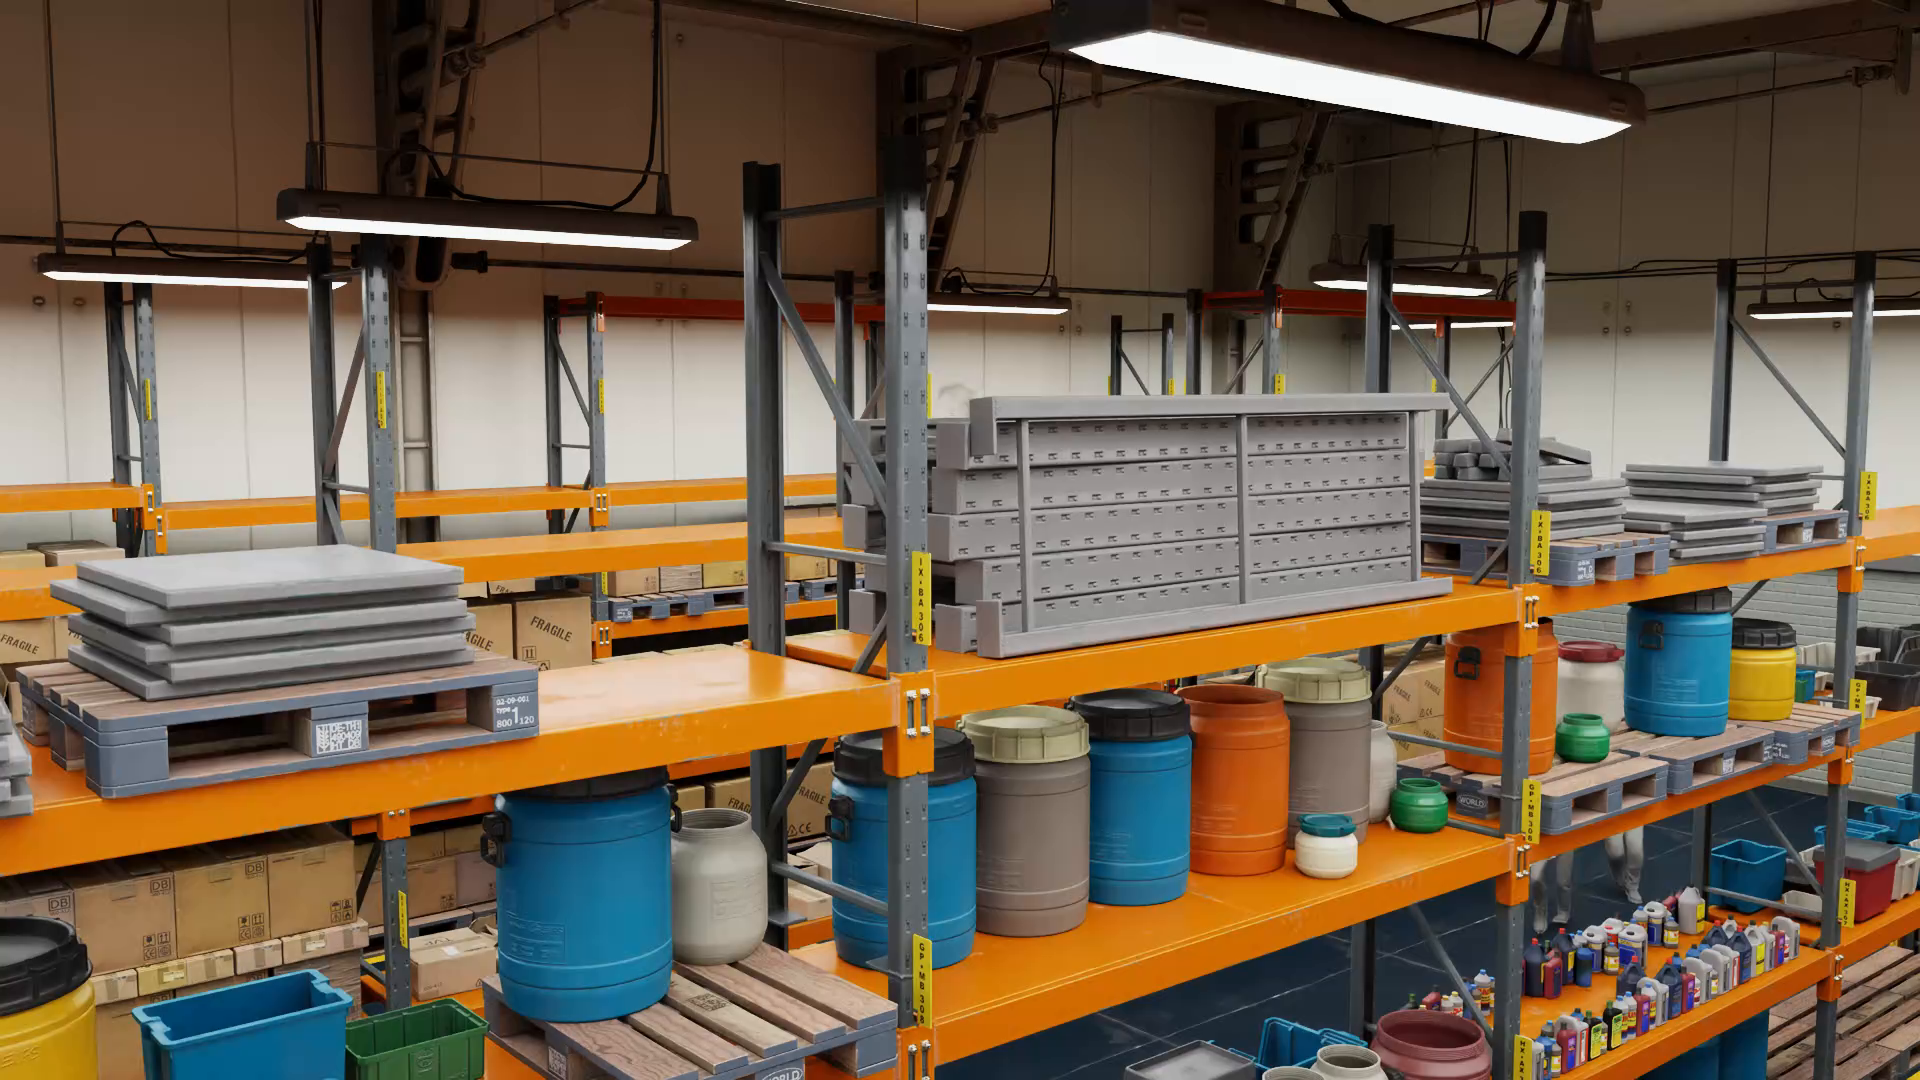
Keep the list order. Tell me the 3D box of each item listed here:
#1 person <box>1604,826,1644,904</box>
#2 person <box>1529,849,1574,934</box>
[{"bbox_3d":[6.568,2.721,16.619,0.696,1.740,0.533,1,6,9],"label":"person"},{"bbox_3d":[5.534,2.836,15.539,0.583,1.715,0.676,4,7,34],"label":"person"}]
